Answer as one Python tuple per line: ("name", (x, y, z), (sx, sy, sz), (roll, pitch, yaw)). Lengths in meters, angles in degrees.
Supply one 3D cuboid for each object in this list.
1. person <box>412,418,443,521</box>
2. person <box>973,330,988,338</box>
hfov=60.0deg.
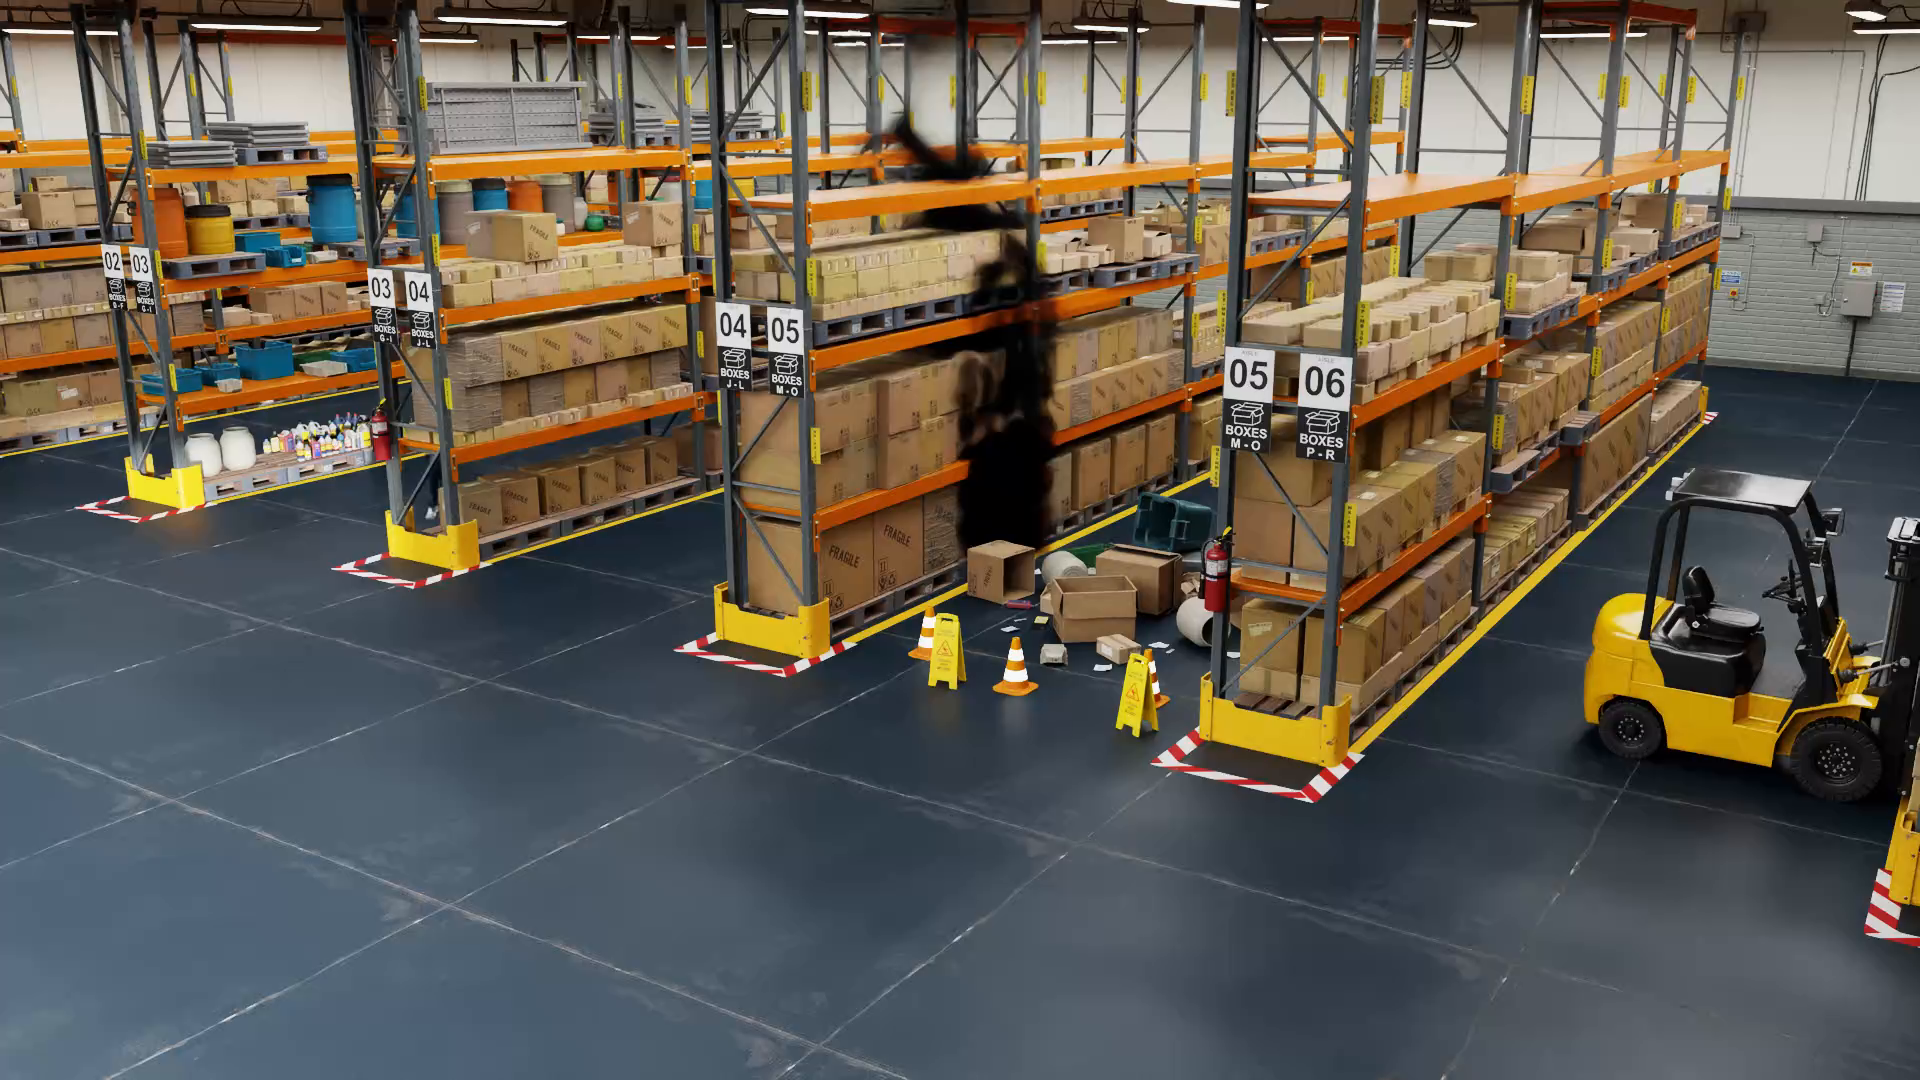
("person", (-6.387, -1.110, 20.228), (0.522, 1.641, 0.751), (7, 17, 22))
("person", (0.293, -1.921, 21.727), (0.730, 1.859, 0.840), (8, 18, 28))
